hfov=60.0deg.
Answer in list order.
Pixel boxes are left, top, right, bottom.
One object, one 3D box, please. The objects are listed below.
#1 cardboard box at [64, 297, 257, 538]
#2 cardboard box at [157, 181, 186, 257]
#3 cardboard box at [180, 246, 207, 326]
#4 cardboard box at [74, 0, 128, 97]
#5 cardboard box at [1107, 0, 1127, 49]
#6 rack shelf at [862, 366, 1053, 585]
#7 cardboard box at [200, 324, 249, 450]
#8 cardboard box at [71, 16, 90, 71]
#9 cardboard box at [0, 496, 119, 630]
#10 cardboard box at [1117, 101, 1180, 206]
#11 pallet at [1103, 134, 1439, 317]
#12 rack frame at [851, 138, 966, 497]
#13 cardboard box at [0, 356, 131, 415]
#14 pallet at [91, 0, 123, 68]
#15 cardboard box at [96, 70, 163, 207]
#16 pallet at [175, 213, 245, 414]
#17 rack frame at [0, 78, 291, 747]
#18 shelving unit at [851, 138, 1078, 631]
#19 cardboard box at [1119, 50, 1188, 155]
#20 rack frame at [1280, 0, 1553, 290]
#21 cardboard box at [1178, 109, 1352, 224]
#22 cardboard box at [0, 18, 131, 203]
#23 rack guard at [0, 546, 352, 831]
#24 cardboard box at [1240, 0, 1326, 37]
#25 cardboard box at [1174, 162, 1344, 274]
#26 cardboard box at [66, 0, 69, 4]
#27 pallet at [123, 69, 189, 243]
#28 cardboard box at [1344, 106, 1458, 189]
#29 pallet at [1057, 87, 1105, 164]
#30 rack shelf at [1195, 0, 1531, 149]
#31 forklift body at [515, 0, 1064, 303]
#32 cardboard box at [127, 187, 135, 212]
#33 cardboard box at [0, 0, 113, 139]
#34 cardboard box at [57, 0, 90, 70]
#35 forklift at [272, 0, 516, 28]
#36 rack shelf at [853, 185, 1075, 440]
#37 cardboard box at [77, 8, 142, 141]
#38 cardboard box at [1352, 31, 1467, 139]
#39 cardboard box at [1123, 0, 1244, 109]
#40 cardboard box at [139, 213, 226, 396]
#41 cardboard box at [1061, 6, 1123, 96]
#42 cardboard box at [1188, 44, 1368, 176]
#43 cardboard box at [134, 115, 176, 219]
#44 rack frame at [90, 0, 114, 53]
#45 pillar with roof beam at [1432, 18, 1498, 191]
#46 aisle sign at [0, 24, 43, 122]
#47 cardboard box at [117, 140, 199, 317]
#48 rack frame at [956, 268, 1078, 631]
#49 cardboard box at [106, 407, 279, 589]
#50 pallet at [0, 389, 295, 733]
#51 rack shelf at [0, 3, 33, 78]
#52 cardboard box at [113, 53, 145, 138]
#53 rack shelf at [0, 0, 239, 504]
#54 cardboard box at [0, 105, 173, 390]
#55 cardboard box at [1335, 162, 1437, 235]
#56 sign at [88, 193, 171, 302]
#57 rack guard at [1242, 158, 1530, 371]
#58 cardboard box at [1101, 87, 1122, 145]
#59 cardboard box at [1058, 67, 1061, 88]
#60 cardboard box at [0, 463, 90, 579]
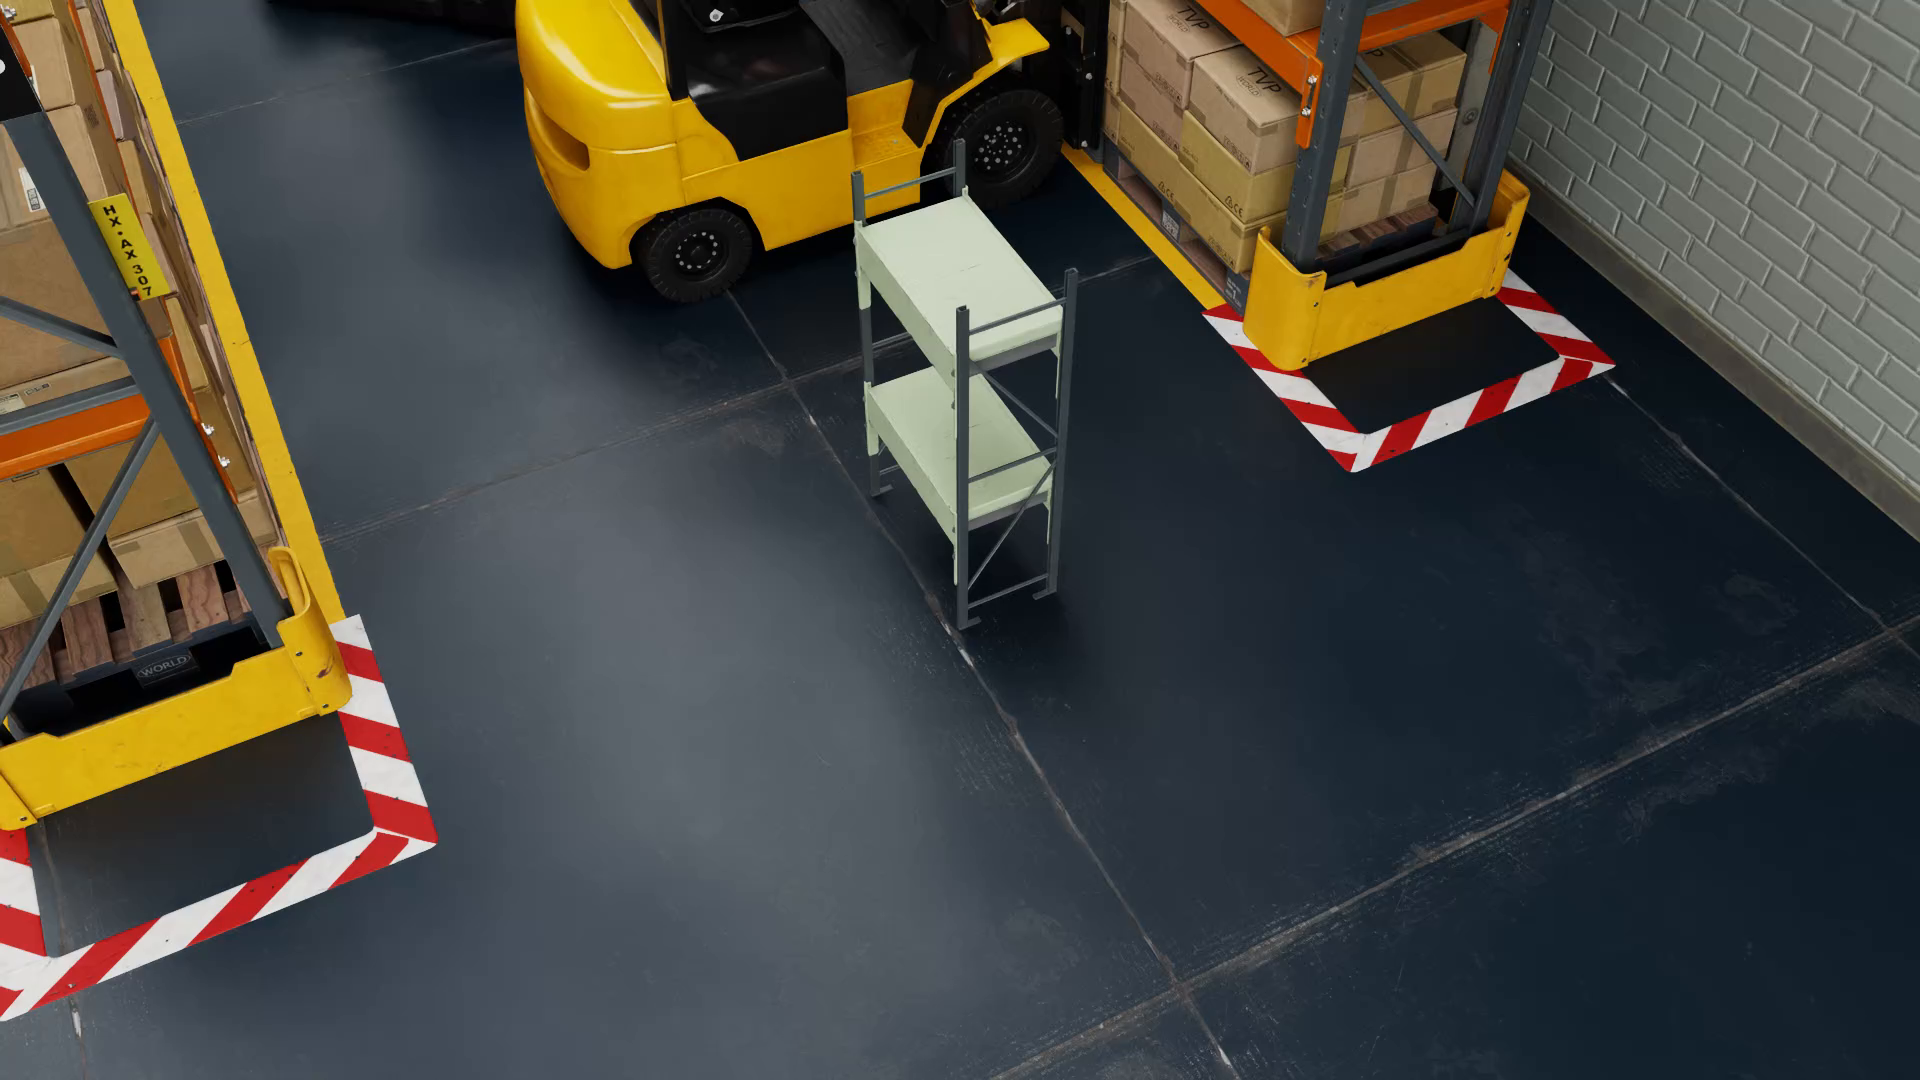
[{"bbox_3d":[-2.789,-0.419,5.673,0.500,0.500,0.500,-23,53,-19],"label":"cardboard box"},{"bbox_3d":[-3.494,-1.200,6.855,0.500,0.250,0.500,-20,52,-17],"label":"cardboard box"},{"bbox_3d":[-3.265,-0.861,6.558,0.500,0.250,0.500,-18,51,-15],"label":"cardboard box"},{"bbox_3d":[-3.975,-2.141,7.180,0.500,0.500,0.500,-22,52,-18],"label":"cardboard box"},{"bbox_3d":[0.791,-2.437,7.272,0.500,0.250,0.500,-21,52,-17],"label":"cardboard box"},{"bbox_3d":[0.003,-0.275,5.927,0.431,0.370,0.720,-21,52,-18],"label":"rack shelf"},{"bbox_3d":[-3.004,-0.500,6.242,0.500,0.250,0.500,-19,52,-16],"label":"cardboard box"},{"bbox_3d":[-3.358,-1.752,5.957,0.380,0.149,0.250,-21,52,-17],"label":"cardboard box"},{"bbox_3d":[-3.274,0.015,5.792,0.500,0.250,0.500,-21,52,-18],"label":"cardboard box"},{"bbox_3d":[1.043,-1.775,7.357,0.500,0.250,0.500,-21,52,-18],"label":"cardboard box"},{"bbox_3d":[1.371,-1.580,7.491,1.003,0.211,1.213,-21,52,-18],"label":"pallet"},{"bbox_3d":[-0.164,-0.734,5.896,0.400,1.500,0.023,-21,52,-18],"label":"rack frame"},{"bbox_3d":[-2.625,-0.504,4.865,0.380,0.149,0.250,-21,52,-17],"label":"cardboard box"},{"bbox_3d":[-4.842,-2.568,8.355,1.003,0.211,1.213,-21,52,-18],"label":"pallet"},{"bbox_3d":[-3.506,-1.460,6.584,0.500,0.500,0.500,-19,51,-16],"label":"cardboard box"},{"bbox_3d":[-3.583,-0.792,6.803,1.003,0.211,1.213,-21,52,-18],"label":"pallet"},{"bbox_3d":[-2.654,-0.288,4.509,1.000,3.000,0.127,-21,52,-18],"label":"rack frame"},{"bbox_3d":[0.003,-0.489,5.682,0.431,1.500,0.755,-21,52,-18],"label":"shelving unit"},{"bbox_3d":[1.037,-1.955,7.183,0.500,0.250,0.500,-22,52,-18],"label":"cardboard box"},{"bbox_3d":[1.758,-2.000,6.007,1.000,3.000,0.127,-21,52,-18],"label":"rack frame"},{"bbox_3d":[1.257,-1.616,6.886,0.500,0.250,0.500,-22,52,-18],"label":"cardboard box"},{"bbox_3d":[-2.864,-1.177,5.022,0.500,0.500,0.500,-20,52,-16],"label":"cardboard box"},{"bbox_3d":[-2.689,0.484,5.494,1.175,0.500,0.348,-21,52,-18],"label":"rack guard"},{"bbox_3d":[1.299,-2.272,6.178,0.500,0.500,0.500,-22,52,-18],"label":"cardboard box"},{"bbox_3d":[1.262,-1.439,7.063,0.500,0.250,0.500,-21,52,-17],"label":"cardboard box"},{"bbox_3d":[-3.598,-2.093,6.255,0.380,0.149,0.250,-22,52,-18],"label":"cardboard box"},{"bbox_3d":[-4.146,-1.610,7.518,1.003,0.211,1.213,-21,52,-18],"label":"pallet"},{"bbox_3d":[1.727,-1.784,7.033,0.500,0.250,0.500,-20,52,-17],"label":"cardboard box"},{"bbox_3d":[0.816,-2.395,8.204,1.003,0.211,1.213,-21,52,-18],"label":"pallet"},{"bbox_3d":[0.843,-3.102,7.448,1.077,0.370,4.000,-21,52,-18],"label":"rack shelf"},{"bbox_3d":[-0.732,-2.361,6.886,2.313,2.155,1.214,-21,52,-18],"label":"forklift body"},{"bbox_3d":[-2.878,-1.059,5.350,0.380,0.149,0.250,-20,52,-17],"label":"cardboard box"},{"bbox_3d":[-3.098,-1.517,5.320,0.500,0.500,0.500,-22,52,-18],"label":"cardboard box"},{"bbox_3d":[-3.338,-1.855,5.616,0.500,0.500,0.500,-22,52,-18],"label":"cardboard box"},{"bbox_3d":[-3.137,-4.099,7.888,3.031,2.935,1.130,10,50,9],"label":"forklift"},{"bbox_3d":[0.003,-0.746,5.388,0.431,0.370,0.720,-21,52,-18],"label":"rack shelf"},{"bbox_3d":[-3.741,-1.802,6.882,0.500,0.500,0.500,-20,52,-17],"label":"cardboard box"},{"bbox_3d":[1.706,-1.949,6.845,0.500,0.250,0.500,-22,52,-18],"label":"cardboard box"},{"bbox_3d":[1.031,-2.103,6.980,0.500,0.250,0.500,-20,52,-17],"label":"cardboard box"},{"bbox_3d":[-3.032,-0.767,5.978,0.500,0.500,0.500,-23,53,-19],"label":"cardboard box"},{"bbox_3d":[0.782,-2.293,7.479,0.500,0.250,0.500,-22,52,-18],"label":"cardboard box"},{"bbox_3d":[1.270,-1.763,6.683,0.500,0.250,0.500,-20,52,-16],"label":"cardboard box"},{"bbox_3d":[-3.722,-1.542,7.154,0.500,0.250,0.500,-22,53,-18],"label":"cardboard box"},{"bbox_3d":[-4.484,-2.965,6.851,1.000,3.000,0.127,-21,52,-18],"label":"rack frame"},{"bbox_3d":[-1.587,-3.269,3.131,9.100,9.000,0.400,-21,52,-18],"label":"pillar with roof beam"},{"bbox_3d":[-2.350,-1.209,3.588,0.394,0.787,0.004,-21,52,-18],"label":"aisle sign"},{"bbox_3d":[-3.254,-1.106,6.274,0.500,0.500,0.500,-20,52,-17],"label":"cardboard box"},{"bbox_3d":[0.171,-0.244,5.467,0.400,1.500,0.023,-21,52,-18],"label":"rack frame"},{"bbox_3d":[-2.777,-0.156,5.941,0.500,0.250,0.500,-22,52,-18],"label":"cardboard box"},{"bbox_3d":[-3.029,0.023,6.089,1.003,0.211,1.213,-21,52,-18],"label":"pallet"},{"bbox_3d":[-3.569,-2.377,4.821,1.077,0.370,4.000,-21,52,-18],"label":"rack shelf"},{"bbox_3d":[-3.975,-1.895,7.462,0.500,0.250,0.500,-19,52,-16],"label":"cardboard box"},{"bbox_3d":[-3.569,-1.390,5.951,1.077,0.370,4.000,-21,52,-18],"label":"rack shelf"},{"bbox_3d":[-2.624,-0.831,4.720,0.500,0.500,0.500,-22,52,-18],"label":"cardboard box"},{"bbox_3d":[1.707,-1.629,7.230,0.500,0.250,0.500,-21,52,-17],"label":"cardboard box"},{"bbox_3d":[-2.172,-0.760,4.347,0.100,0.325,0.005,-21,52,-18],"label":"sign"},{"bbox_3d":[1.769,-1.161,6.933,1.175,0.500,0.348,-21,52,-18],"label":"rack guard"},{"bbox_3d":[0.822,-2.113,7.653,0.500,0.250,0.500,-21,52,-17],"label":"cardboard box"},{"bbox_3d":[0.564,-2.453,7.950,0.500,0.250,0.500,-20,52,-16],"label":"cardboard box"},{"bbox_3d":[-3.252,-0.214,5.494,0.500,0.500,0.500,-21,52,-17],"label":"cardboard box"}]
